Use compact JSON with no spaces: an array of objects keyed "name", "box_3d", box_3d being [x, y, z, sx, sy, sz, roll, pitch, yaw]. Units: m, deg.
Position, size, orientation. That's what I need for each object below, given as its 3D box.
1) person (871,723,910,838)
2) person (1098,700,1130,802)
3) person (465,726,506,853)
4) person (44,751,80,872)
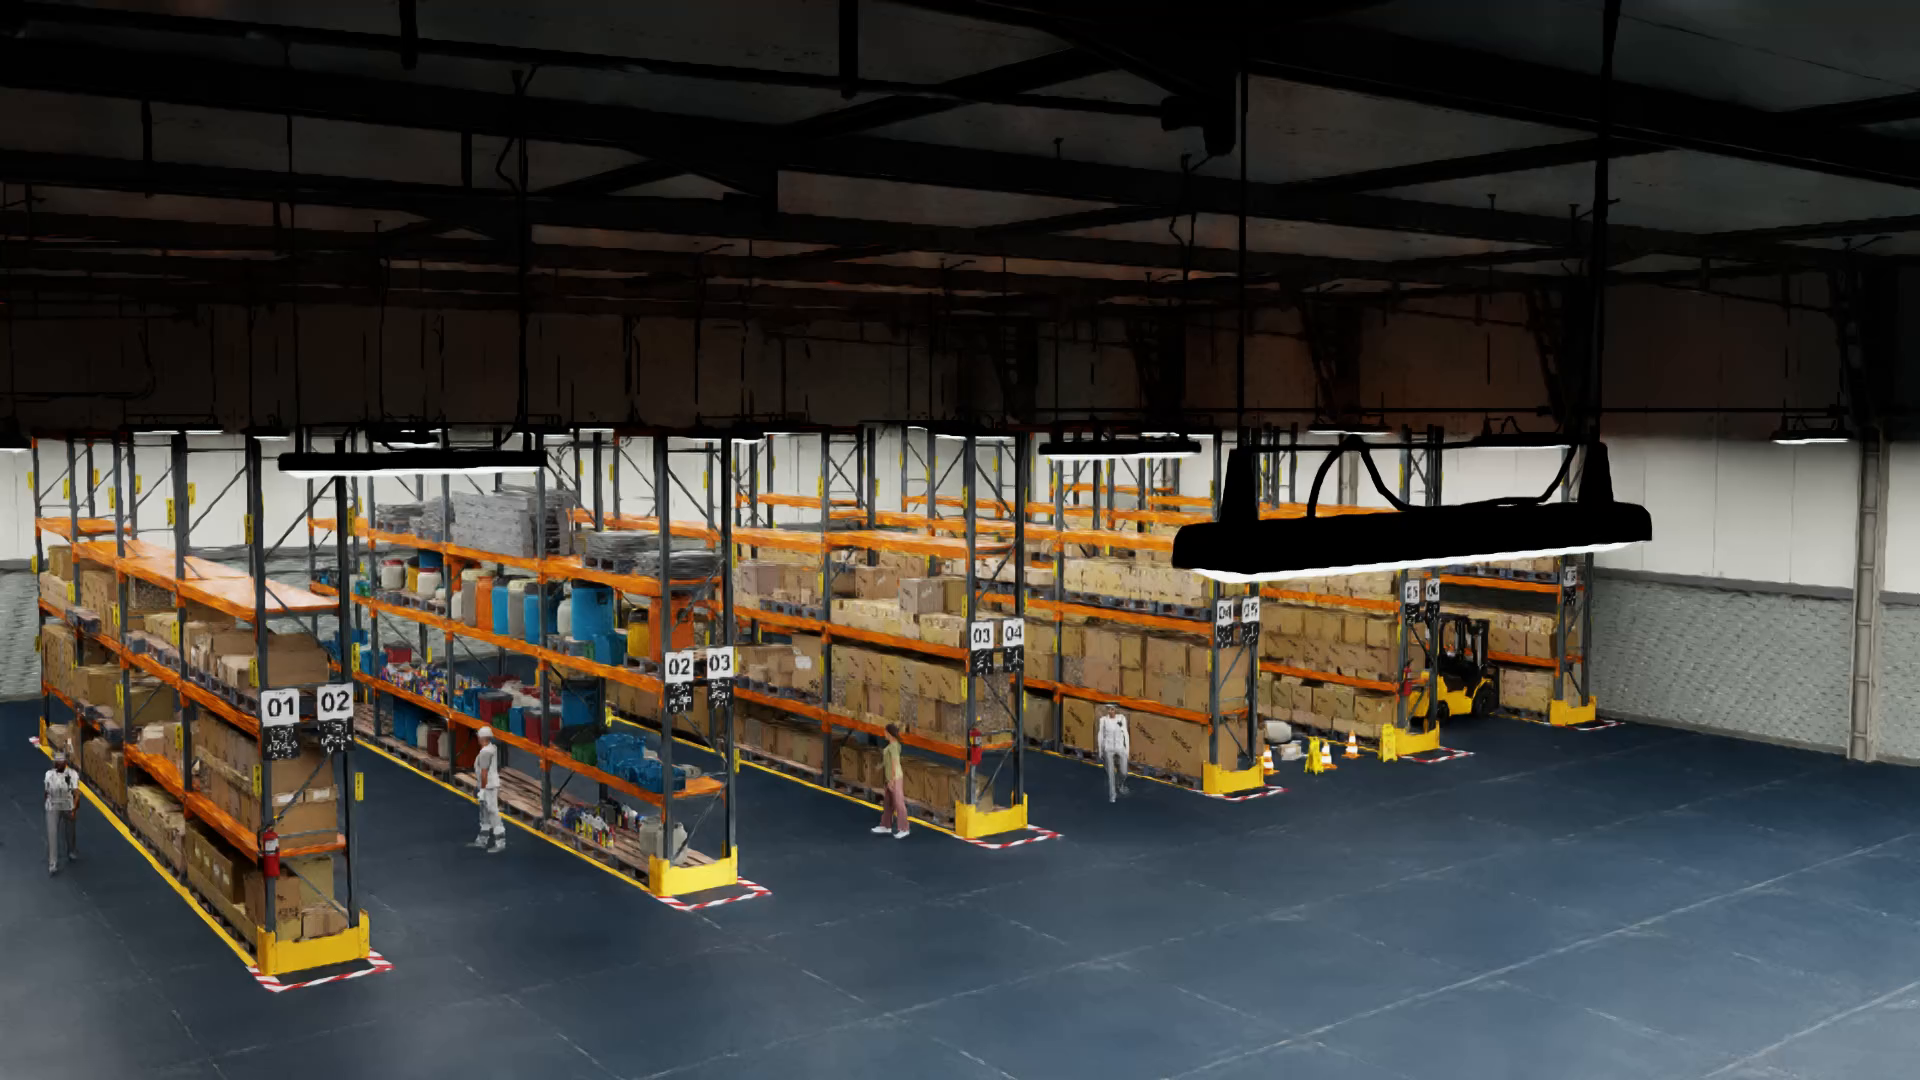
[{"name":"person","box_3d":[-1.032,3.557,24.675,0.564,1.639,0.561,-1,5,-7]},{"name":"person","box_3d":[2.499,3.387,26.979,0.533,1.669,0.512,0,4,1]},{"name":"person","box_3d":[-6.825,3.553,23.844,0.583,1.786,0.654,-1,5,-13]},{"name":"person","box_3d":[-12.397,3.700,22.975,0.443,1.623,0.991,-2,5,-28]}]
